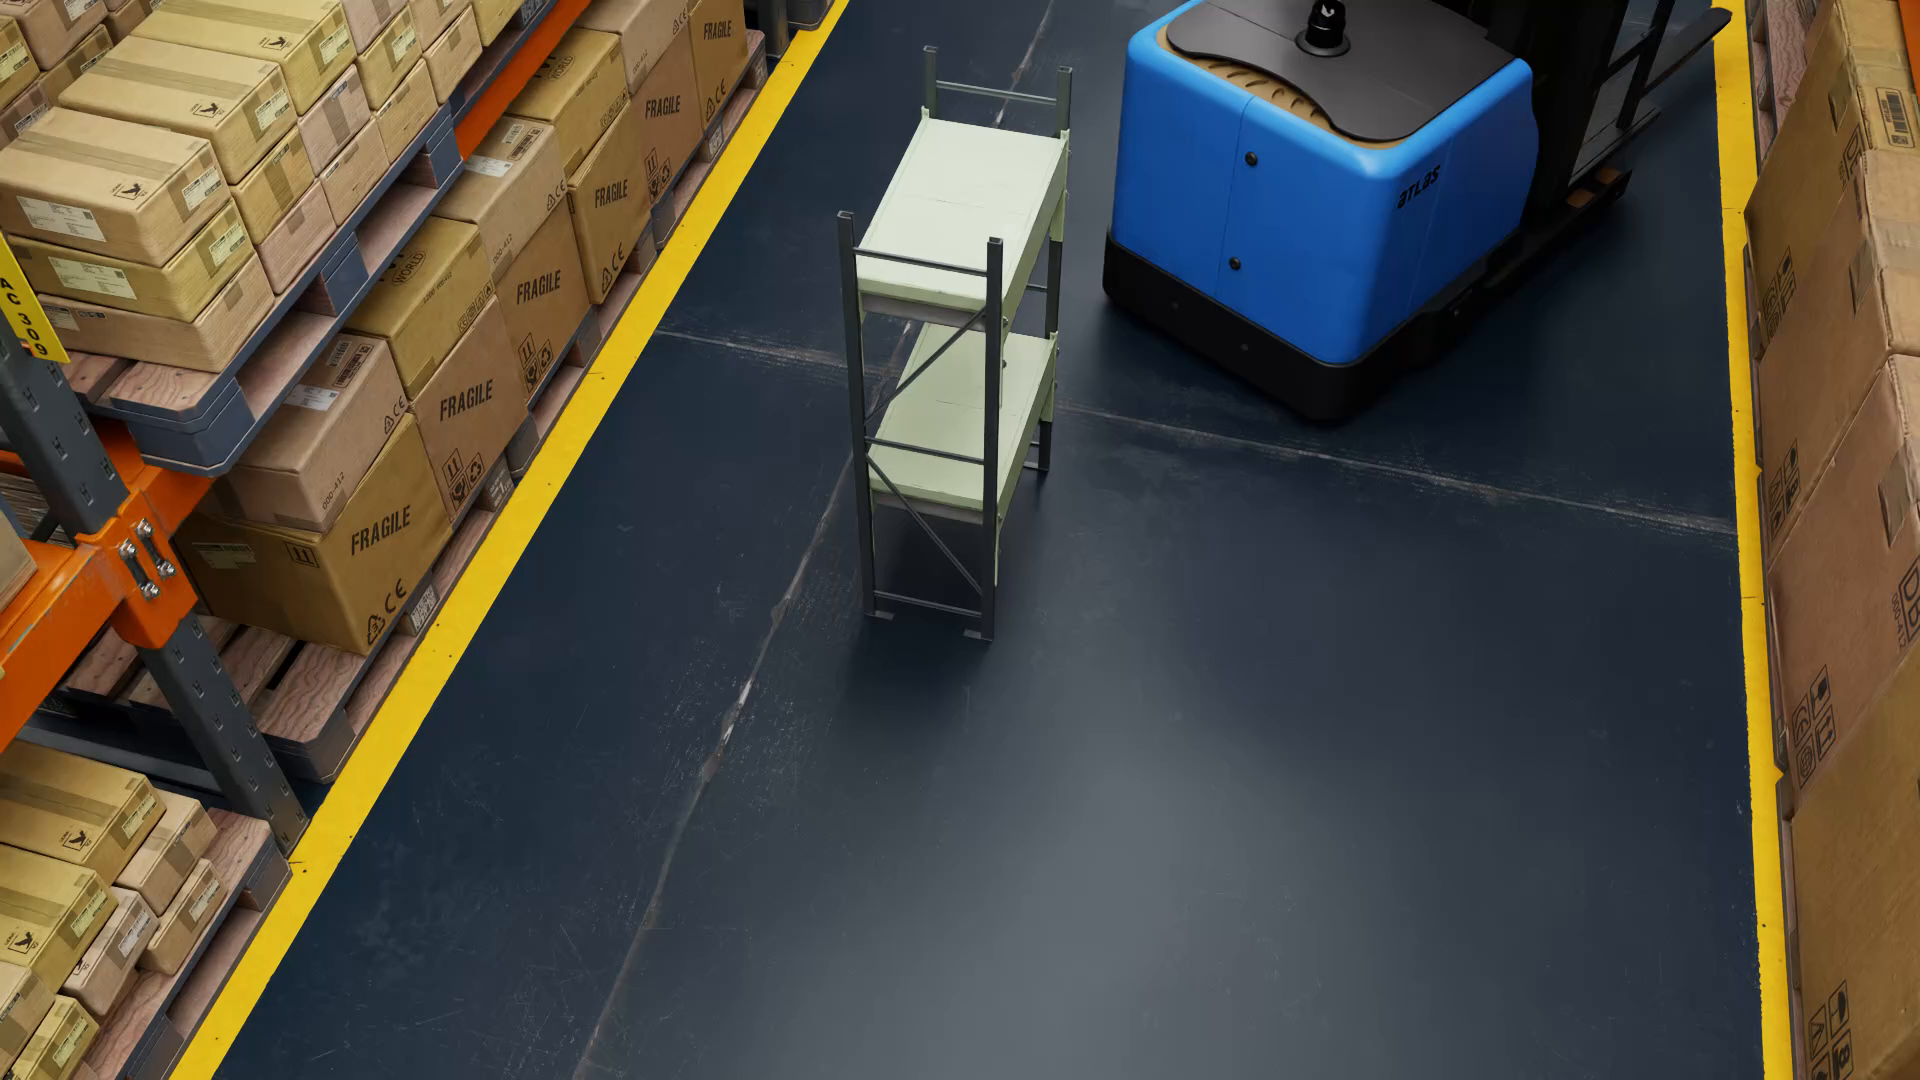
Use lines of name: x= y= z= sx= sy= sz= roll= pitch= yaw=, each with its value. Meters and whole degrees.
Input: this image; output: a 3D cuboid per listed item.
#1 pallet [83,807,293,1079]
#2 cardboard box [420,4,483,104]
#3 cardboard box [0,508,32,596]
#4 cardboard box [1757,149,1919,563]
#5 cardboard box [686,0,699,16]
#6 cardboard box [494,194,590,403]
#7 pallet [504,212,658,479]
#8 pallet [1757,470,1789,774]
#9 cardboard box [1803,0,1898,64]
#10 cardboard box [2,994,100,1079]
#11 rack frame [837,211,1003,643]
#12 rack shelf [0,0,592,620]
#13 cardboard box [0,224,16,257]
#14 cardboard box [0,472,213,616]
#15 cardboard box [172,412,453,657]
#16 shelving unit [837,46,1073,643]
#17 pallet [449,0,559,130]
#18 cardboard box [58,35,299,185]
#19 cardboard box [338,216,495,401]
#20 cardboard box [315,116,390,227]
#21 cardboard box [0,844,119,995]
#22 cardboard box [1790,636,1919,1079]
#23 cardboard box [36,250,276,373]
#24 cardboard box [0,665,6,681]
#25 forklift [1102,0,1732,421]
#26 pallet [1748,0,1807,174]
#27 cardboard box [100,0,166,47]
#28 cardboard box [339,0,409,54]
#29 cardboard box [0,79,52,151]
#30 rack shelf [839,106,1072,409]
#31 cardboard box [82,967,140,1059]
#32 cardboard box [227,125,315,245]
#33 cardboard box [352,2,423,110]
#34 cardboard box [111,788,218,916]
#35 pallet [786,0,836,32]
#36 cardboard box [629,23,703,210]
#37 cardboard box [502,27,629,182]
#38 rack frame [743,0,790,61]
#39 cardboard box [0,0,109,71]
pallet: x=-2.422 y=1.144 z=4.100 sx=1.003 sy=0.211 sz=1.213 roll=12 pitch=50 yaw=10
cardboard box: x=-1.461 y=-1.269 z=4.257 sx=0.380 sy=0.149 sz=0.250 roll=10 pitch=49 yaw=8
cardboard box: x=-2.134 y=0.003 z=2.982 sx=0.500 sy=0.500 sz=0.500 roll=12 pitch=50 yaw=10
cardboard box: x=3.088 y=-0.410 z=4.749 sx=1.225 sy=0.875 sz=0.875 roll=12 pitch=50 yaw=10
cardboard box: x=-1.154 y=-2.178 z=6.059 sx=0.500 sy=0.250 sz=0.500 roll=11 pitch=49 yaw=9
cardboard box: x=-1.566 y=-0.830 z=5.369 sx=0.500 sy=0.500 sz=0.500 roll=12 pitch=50 yaw=11
pallet: x=-1.757 y=-0.797 z=5.813 sx=1.003 sy=0.211 sz=1.213 roll=12 pitch=50 yaw=10
pallet: x=2.929 y=0.245 z=4.893 sx=1.003 sy=0.211 sz=1.213 roll=12 pitch=50 yaw=10
cardboard box: x=3.689 y=-1.920 z=6.318 sx=0.700 sy=0.500 sz=0.500 roll=9 pitch=49 yaw=8
cardboard box: x=-2.168 y=1.121 z=3.683 sx=0.380 sy=0.149 sz=0.250 roll=10 pitch=49 yaw=9
rack frame: x=-0.095 y=-0.236 z=4.458 sx=0.400 sy=1.500 sz=0.023 roll=12 pitch=50 yaw=10
rack shelf: x=-1.753 y=-1.480 z=5.035 sx=1.077 sy=0.370 sz=4.000 roll=12 pitch=50 yaw=10
cardboard box: x=-2.366 y=-0.654 z=3.714 sx=0.380 sy=0.149 sz=0.250 roll=11 pitch=49 yaw=9
cardboard box: x=-2.327 y=-0.168 z=4.785 sx=0.500 sy=0.500 sz=0.500 roll=11 pitch=49 yaw=9
cardboard box: x=-1.829 y=-0.065 z=4.694 sx=0.500 sy=0.500 sz=0.500 roll=13 pitch=50 yaw=11
shelving unit: x=0.002 y=-0.501 z=4.692 sx=0.431 sy=1.500 sz=0.755 roll=12 pitch=50 yaw=10
pallet: x=-1.708 y=-1.661 z=4.844 sx=1.003 sy=0.211 sz=1.213 roll=12 pitch=50 yaw=10
cardboard box: x=-1.664 y=-0.921 z=3.553 sx=0.380 sy=0.149 sz=0.250 roll=13 pitch=50 yaw=11
cardboard box: x=-1.692 y=-0.699 z=4.754 sx=0.500 sy=0.250 sz=0.500 roll=13 pitch=50 yaw=11
cardboard box: x=-1.595 y=-0.903 z=3.934 sx=0.380 sy=0.149 sz=0.250 roll=12 pitch=50 yaw=10
cardboard box: x=-2.151 y=0.837 z=3.735 sx=0.380 sy=0.149 sz=0.250 roll=12 pitch=50 yaw=11
cardboard box: x=2.628 y=0.878 z=3.612 sx=1.225 sy=0.875 sz=0.875 roll=12 pitch=50 yaw=10
cardboard box: x=-1.732 y=-0.521 z=3.597 sx=0.380 sy=0.149 sz=0.250 roll=9 pitch=49 yaw=8
cardboard box: x=-2.091 y=0.272 z=3.177 sx=0.380 sy=0.149 sz=0.250 roll=10 pitch=49 yaw=9
forklift: x=1.900 y=-2.370 z=5.387 sx=1.130 sy=2.935 sz=3.031 roll=36 pitch=58 yaw=28
pallet: x=3.739 y=-1.755 z=6.658 sx=1.003 sy=0.211 sz=1.213 roll=12 pitch=50 yaw=10
cardboard box: x=-2.161 y=-1.321 z=4.104 sx=0.380 sy=0.149 sz=0.250 roll=10 pitch=49 yaw=9
cardboard box: x=-1.526 y=-1.286 z=3.875 sx=0.380 sy=0.149 sz=0.250 roll=11 pitch=49 yaw=10
cardboard box: x=-2.297 y=-0.943 z=3.771 sx=0.380 sy=0.149 sz=0.250 roll=12 pitch=50 yaw=10
rack shelf: x=0.002 y=-0.759 z=4.399 sx=0.431 sy=0.370 sz=0.720 roll=12 pitch=50 yaw=10
cardboard box: x=-2.203 y=1.055 z=3.939 sx=0.380 sy=0.149 sz=0.250 roll=13 pitch=50 yaw=11
cardboard box: x=-1.666 y=-0.808 z=3.651 sx=0.380 sy=0.149 sz=0.250 roll=11 pitch=49 yaw=9
cardboard box: x=-1.530 y=-1.183 z=3.982 sx=0.380 sy=0.149 sz=0.250 roll=10 pitch=49 yaw=8
cardboard box: x=-2.055 y=0.725 z=4.032 sx=0.380 sy=0.149 sz=0.250 roll=12 pitch=50 yaw=11
pallet: x=-0.946 y=-2.797 z=7.578 sx=1.003 sy=0.211 sz=1.213 roll=12 pitch=50 yaw=10
cardboard box: x=-1.288 y=-1.574 z=6.026 sx=0.500 sy=0.500 sz=0.500 roll=13 pitch=50 yaw=12
cardboard box: x=-1.425 y=-1.446 z=5.413 sx=0.500 sy=0.250 sz=0.500 roll=13 pitch=50 yaw=11
rack frame: x=-1.226 y=-3.165 z=6.042 sx=1.000 sy=3.000 sz=0.127 roll=12 pitch=50 yaw=10
cardboard box: x=-2.222 y=-1.234 z=3.829 sx=0.380 sy=0.149 sz=0.250 roll=10 pitch=49 yaw=9
